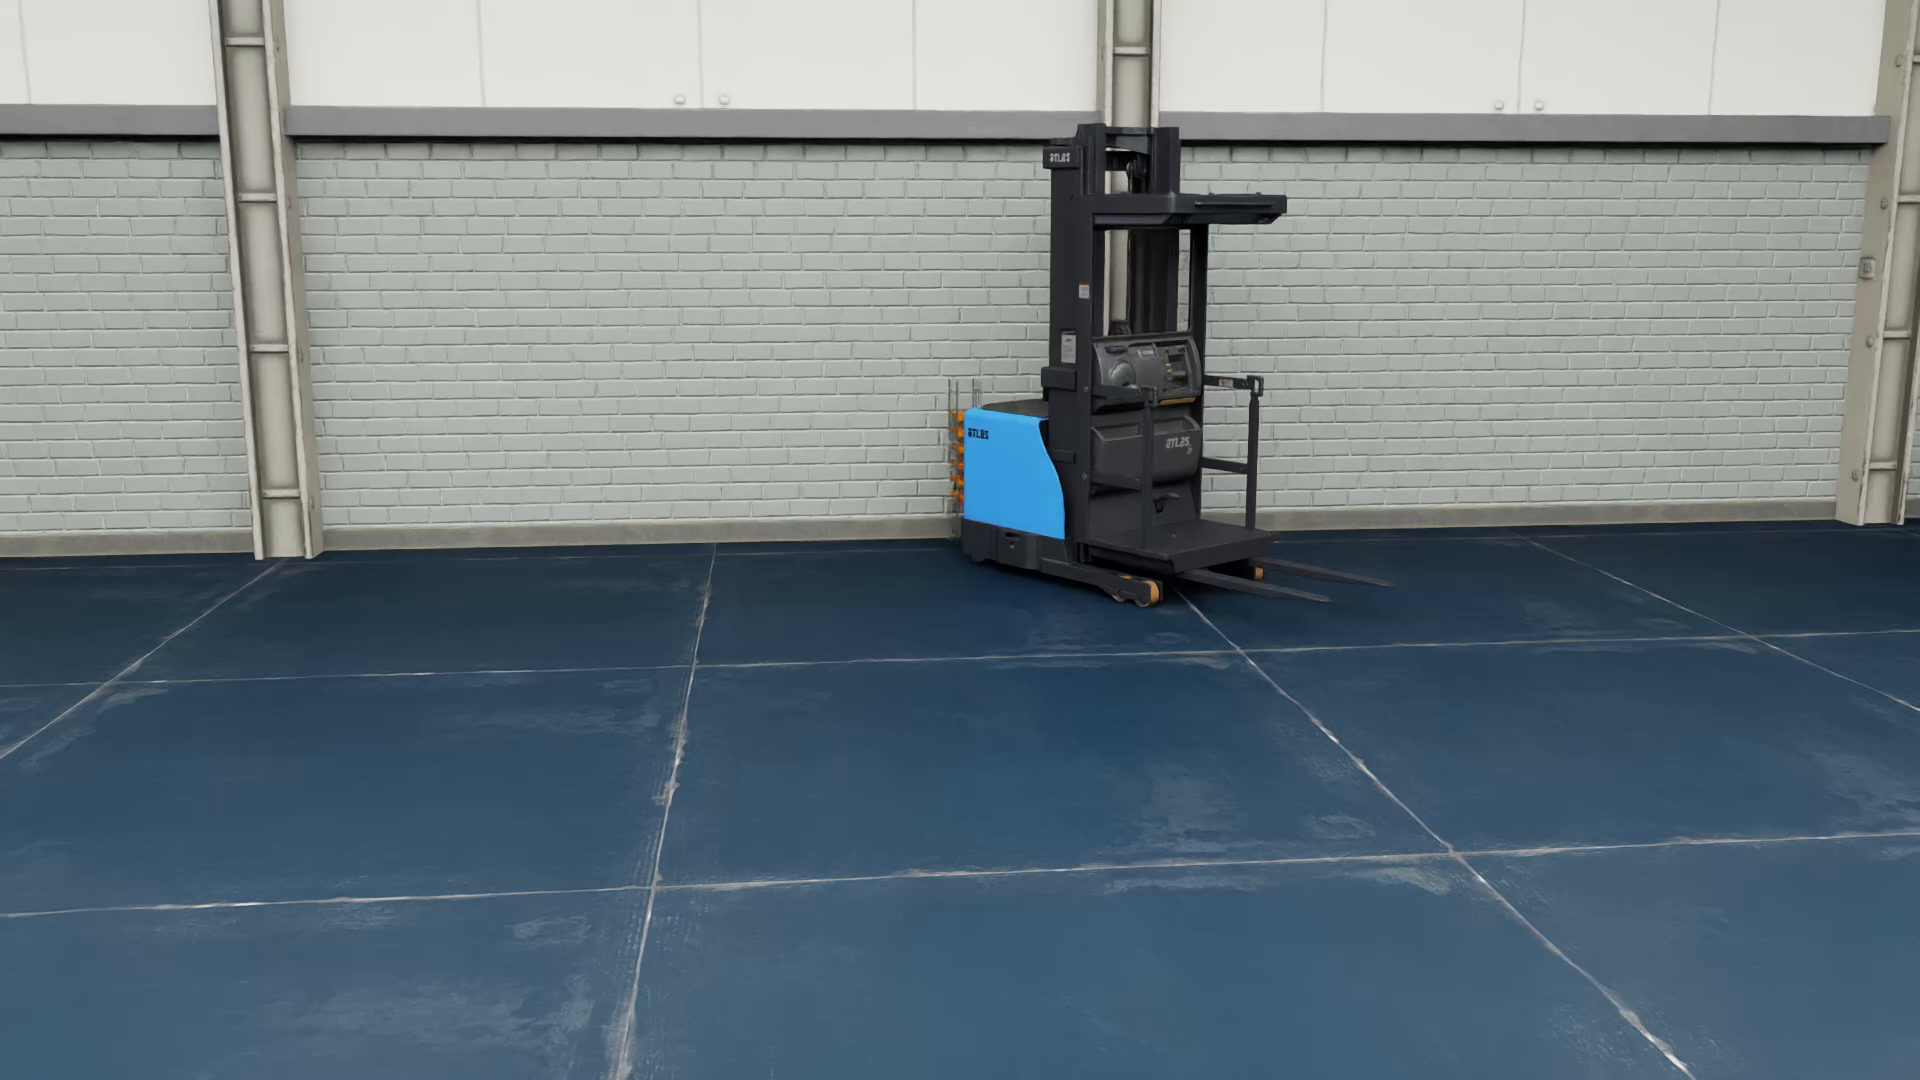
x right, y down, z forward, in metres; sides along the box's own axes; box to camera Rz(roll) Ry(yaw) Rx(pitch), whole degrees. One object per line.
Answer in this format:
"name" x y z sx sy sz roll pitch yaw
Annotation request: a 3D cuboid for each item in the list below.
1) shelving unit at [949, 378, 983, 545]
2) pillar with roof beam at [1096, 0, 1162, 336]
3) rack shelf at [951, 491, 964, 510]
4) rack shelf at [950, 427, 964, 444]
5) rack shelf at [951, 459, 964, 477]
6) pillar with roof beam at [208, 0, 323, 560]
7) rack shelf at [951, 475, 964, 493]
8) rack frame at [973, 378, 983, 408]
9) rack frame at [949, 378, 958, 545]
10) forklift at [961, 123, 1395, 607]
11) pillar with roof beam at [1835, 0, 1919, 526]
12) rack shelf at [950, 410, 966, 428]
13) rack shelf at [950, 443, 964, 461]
"shelving unit" 0.042 -0.578 12.198 0.189 1.200 0.258 -3 12 -15
"pillar with roof beam" 1.660 -3.611 7.407 0.400 9.000 9.100 -1 11 -6
"rack shelf" 0.042 -0.299 12.253 0.180 0.103 0.258 -3 12 -15
"rack shelf" 0.041 -0.770 12.161 0.180 0.103 0.258 -3 12 -15
"rack shelf" 0.042 -0.535 12.207 0.180 0.103 0.258 -3 12 -15
"pillar with roof beam" -4.305 -3.486 6.771 0.400 9.000 9.100 -1 11 -6
"rack shelf" 0.042 -0.417 12.230 0.180 0.103 0.258 -3 12 -15
"rack frame" 0.130 -0.583 12.222 0.006 1.200 0.240 -3 12 -15
"rack frame" -0.047 -0.574 12.175 0.006 1.200 0.240 -3 12 -15
"forklift" 1.347 -1.134 10.538 1.130 2.935 3.031 -9 14 -40
"pillar with roof beam" 7.625 -3.736 8.043 0.400 9.000 9.100 -1 11 -6
"rack shelf" 0.041 -0.888 12.137 0.180 0.103 0.258 -3 12 -15
"rack shelf" 0.042 -0.652 12.184 0.180 0.103 0.258 -3 12 -15
